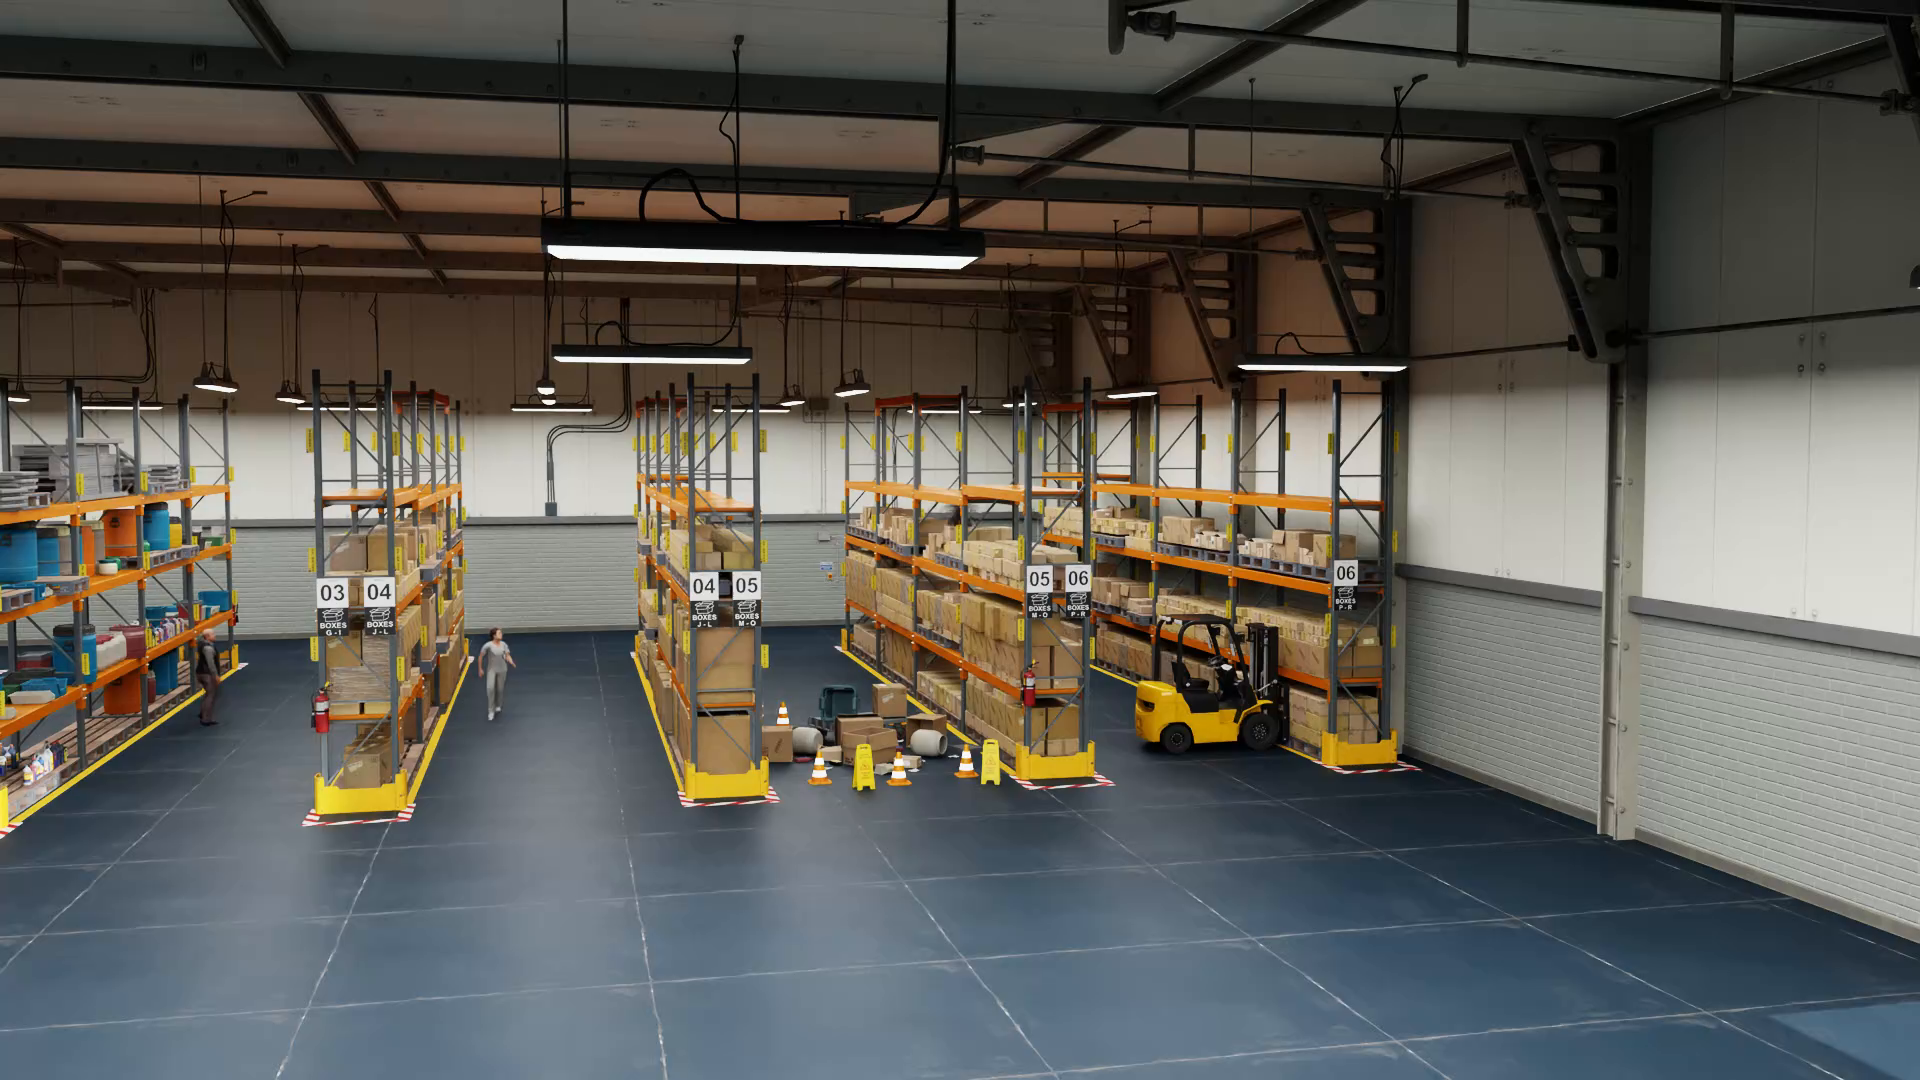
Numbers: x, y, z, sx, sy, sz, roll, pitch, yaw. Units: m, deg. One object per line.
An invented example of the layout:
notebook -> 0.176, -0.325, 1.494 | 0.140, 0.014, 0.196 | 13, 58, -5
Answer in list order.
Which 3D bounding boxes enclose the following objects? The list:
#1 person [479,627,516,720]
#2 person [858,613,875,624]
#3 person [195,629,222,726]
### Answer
person -> -8.518, 2.429, 30.619 | 0.666, 1.652, 0.972 | -1, 3, -13
person -> -2.275, 1.785, 41.873 | 0.905, 1.605, 0.511 | -3, 4, -40
person -> -13.376, 2.453, 29.617 | 0.564, 1.750, 0.500 | 2, 4, 33
